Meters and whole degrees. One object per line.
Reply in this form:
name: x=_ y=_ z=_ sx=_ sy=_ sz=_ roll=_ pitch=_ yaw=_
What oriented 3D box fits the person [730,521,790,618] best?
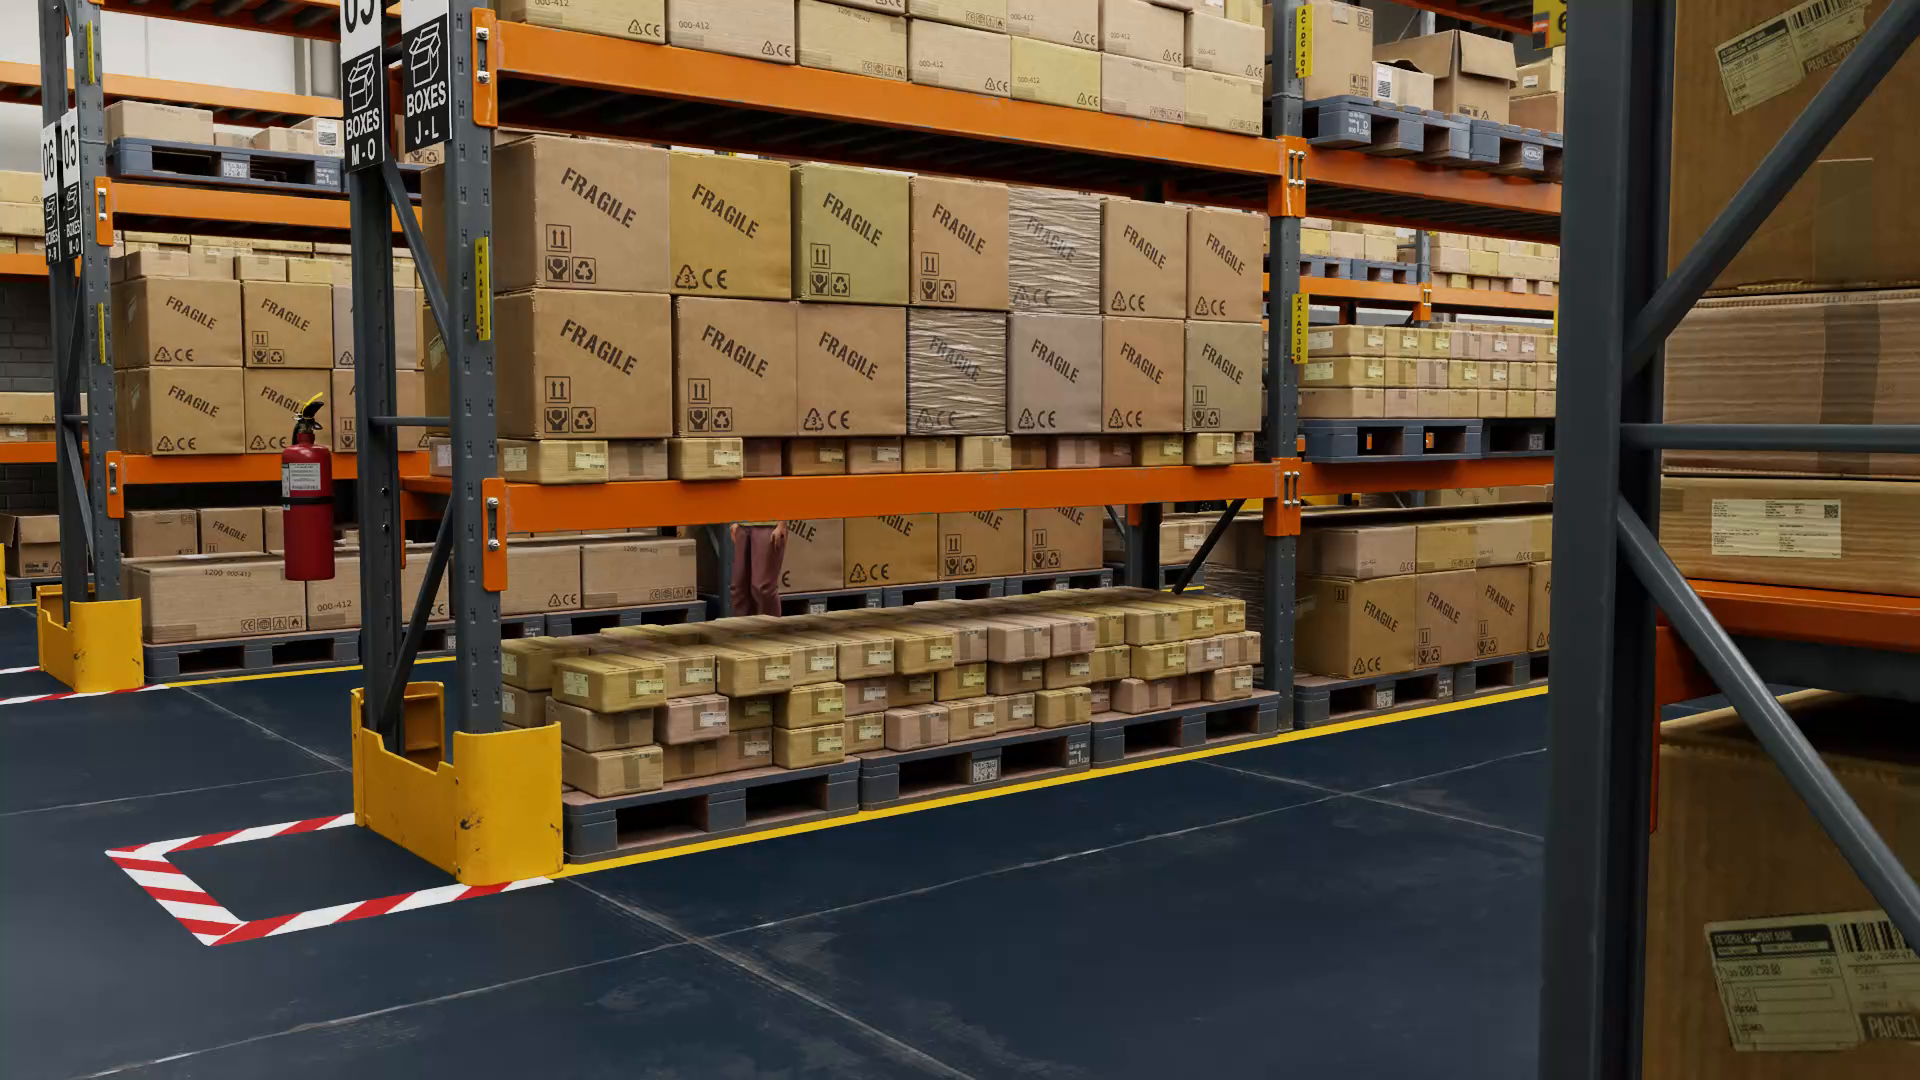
person: x=-1.224 y=-0.062 z=10.029 sx=0.363 sy=1.672 sz=0.521 roll=-4 pitch=6 yaw=-42
